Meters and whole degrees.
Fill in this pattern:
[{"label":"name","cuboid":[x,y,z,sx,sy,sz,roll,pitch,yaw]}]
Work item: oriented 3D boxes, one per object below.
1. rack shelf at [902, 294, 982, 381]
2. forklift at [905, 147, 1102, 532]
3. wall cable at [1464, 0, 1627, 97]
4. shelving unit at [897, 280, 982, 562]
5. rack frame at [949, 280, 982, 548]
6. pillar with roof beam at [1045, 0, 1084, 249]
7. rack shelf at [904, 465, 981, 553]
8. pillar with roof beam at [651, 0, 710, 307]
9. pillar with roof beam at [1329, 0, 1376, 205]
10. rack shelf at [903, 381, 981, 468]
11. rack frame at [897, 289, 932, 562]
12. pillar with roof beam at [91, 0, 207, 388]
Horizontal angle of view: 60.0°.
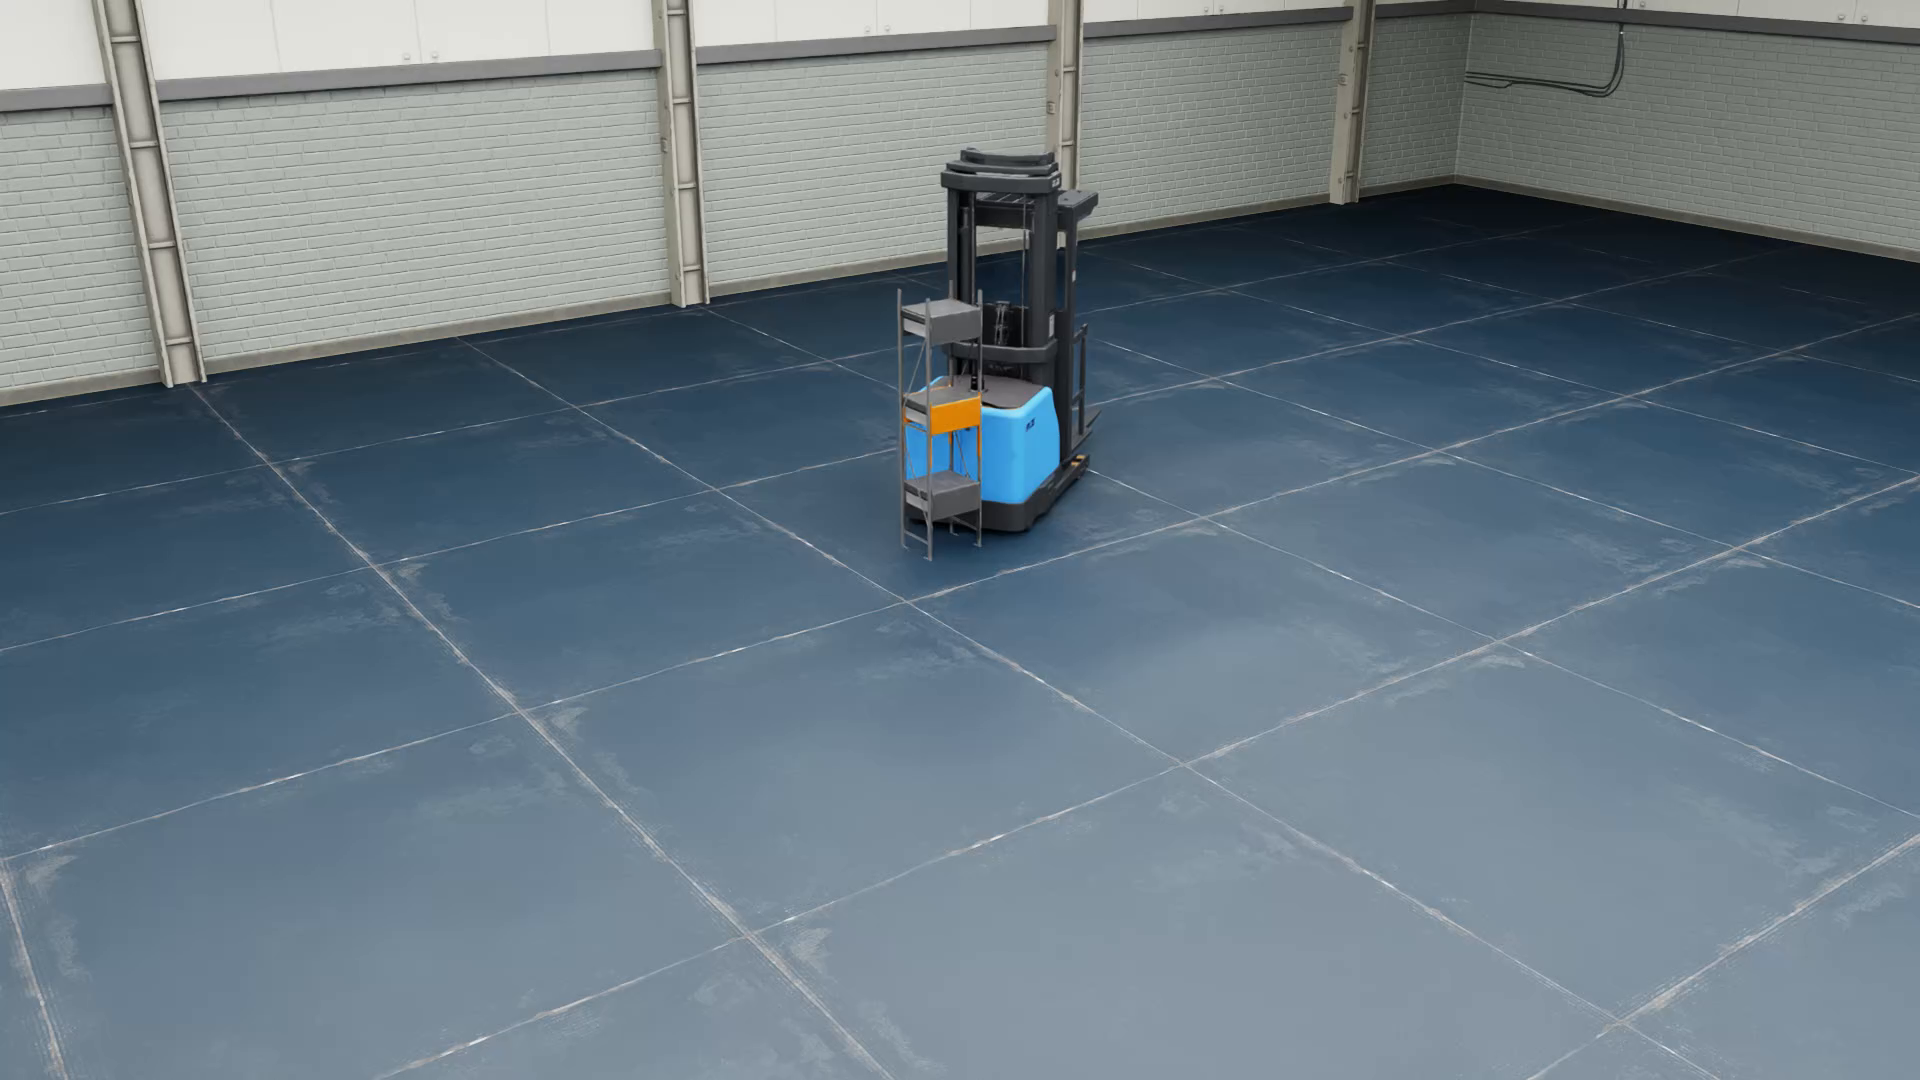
[{"label":"rack shelf","cuboid":[-0.153,-1.554,12.700,0.480,0.518,0.431,-15,26,-34]},{"label":"forklift","cuboid":[0.529,-1.943,14.405,1.130,2.935,3.031,8,23,19]},{"label":"wall cable","cuboid":[9.501,-8.567,27.007,0.112,2.526,3.097,-15,26,-33]},{"label":"shelving unit","cuboid":[-0.153,-0.917,12.955,0.503,2.100,0.431,-15,26,-34]},{"label":"rack frame","cuboid":[0.043,-0.971,13.090,0.015,2.100,0.400,-15,26,-34]},{"label":"pillar with roof beam","cuboid":[3.981,-7.175,19.331,0.400,9.000,9.100,-15,26,-33]},{"label":"rack shelf","cuboid":[-0.153,-0.254,13.219,0.480,0.518,0.431,-15,26,-34]},{"label":"pillar with roof beam","cuboid":[-0.889,-5.877,16.076,0.400,9.000,9.100,-15,26,-33]},{"label":"pillar with roof beam","cuboid":[8.852,-8.474,22.585,0.400,9.000,9.100,-15,26,-33]},{"label":"rack shelf","cuboid":[-0.153,-0.904,12.960,0.480,0.518,0.431,-15,26,-34]},{"label":"rack frame","cuboid":[-0.348,-0.862,12.819,0.015,2.100,0.400,-15,26,-34]},{"label":"pillar with roof beam","cuboid":[-5.760,-4.578,12.821,0.400,9.000,9.100,-15,26,-33]}]
